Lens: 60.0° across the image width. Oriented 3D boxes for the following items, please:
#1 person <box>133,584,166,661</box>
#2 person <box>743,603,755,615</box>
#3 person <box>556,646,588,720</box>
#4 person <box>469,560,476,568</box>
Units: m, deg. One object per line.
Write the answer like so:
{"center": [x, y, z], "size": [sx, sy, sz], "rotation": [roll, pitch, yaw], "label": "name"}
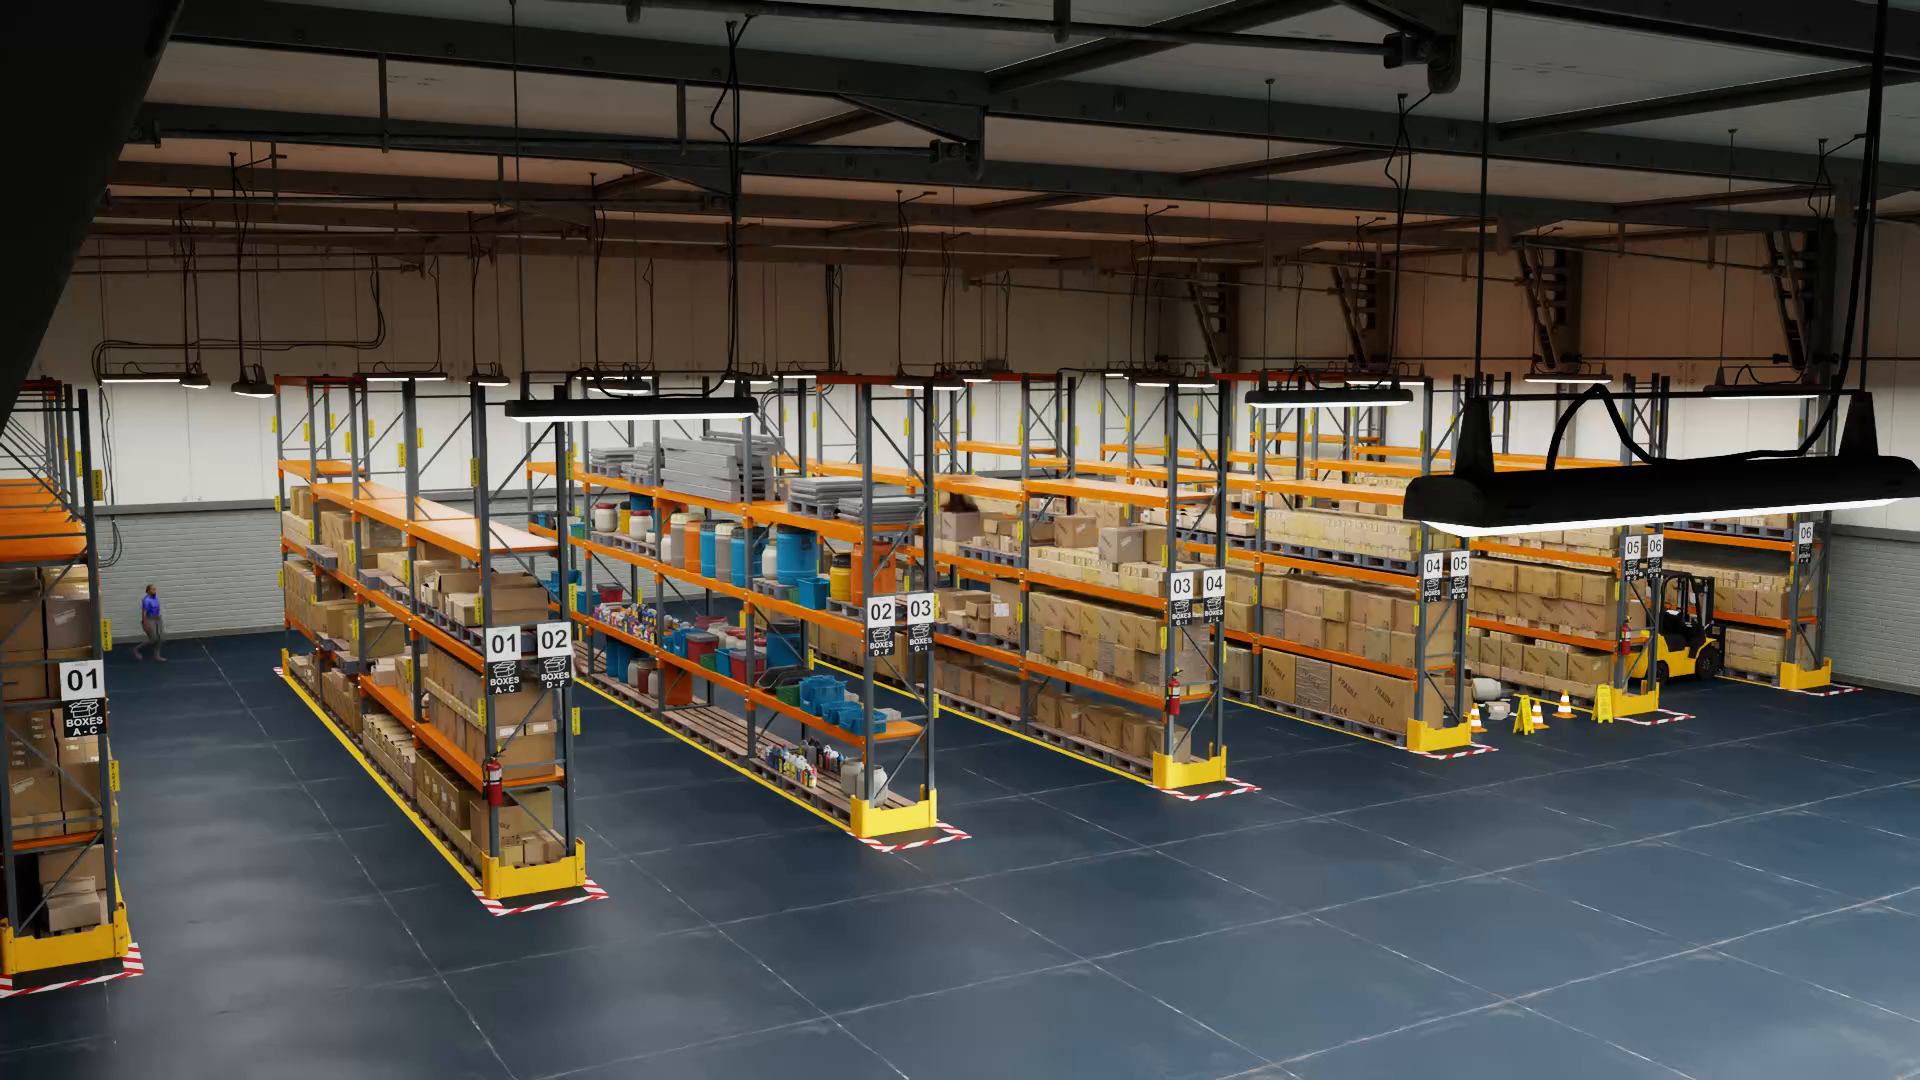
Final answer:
{"center": [-16.898, 1.725, 34.657], "size": [0.587, 1.627, 0.478], "rotation": [0, 6, 2], "label": "person"}
{"center": [-5.110, 0.967, 41.149], "size": [0.601, 1.802, 0.549], "rotation": [0, 6, 4], "label": "person"}
{"center": [-6.763, 2.344, 28.574], "size": [0.732, 1.717, 1.058], "rotation": [-4, 7, -33], "label": "person"}
{"center": [-11.386, 1.263, 38.880], "size": [0.772, 1.635, 0.508], "rotation": [0, 6, -1], "label": "person"}
